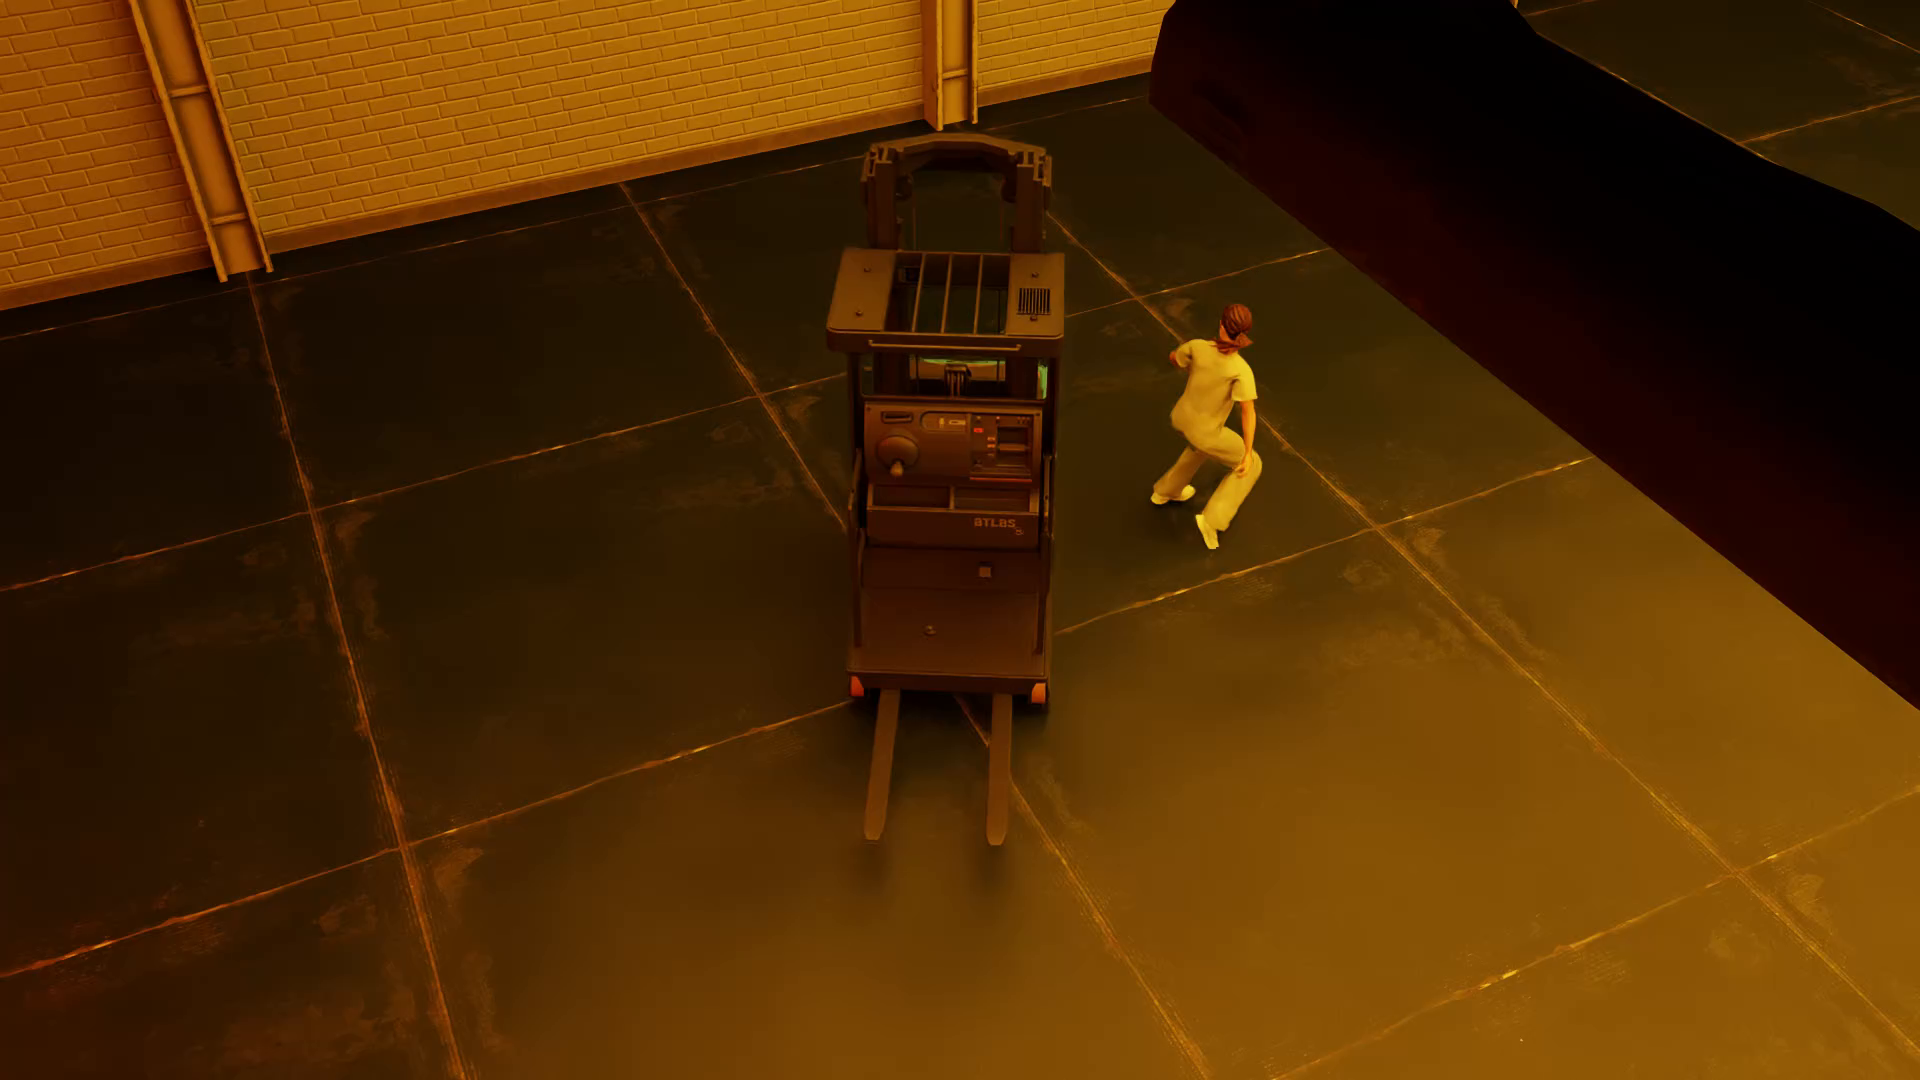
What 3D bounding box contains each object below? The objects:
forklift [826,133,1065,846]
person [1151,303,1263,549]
[{"bbox_3d":[-0.046,-0.435,8.537,1.130,2.935,3.031,2,40,2],"label":"forklift"},{"bbox_3d":[1.540,-0.677,9.989,0.456,1.549,0.885,-23,45,-25],"label":"person"}]
